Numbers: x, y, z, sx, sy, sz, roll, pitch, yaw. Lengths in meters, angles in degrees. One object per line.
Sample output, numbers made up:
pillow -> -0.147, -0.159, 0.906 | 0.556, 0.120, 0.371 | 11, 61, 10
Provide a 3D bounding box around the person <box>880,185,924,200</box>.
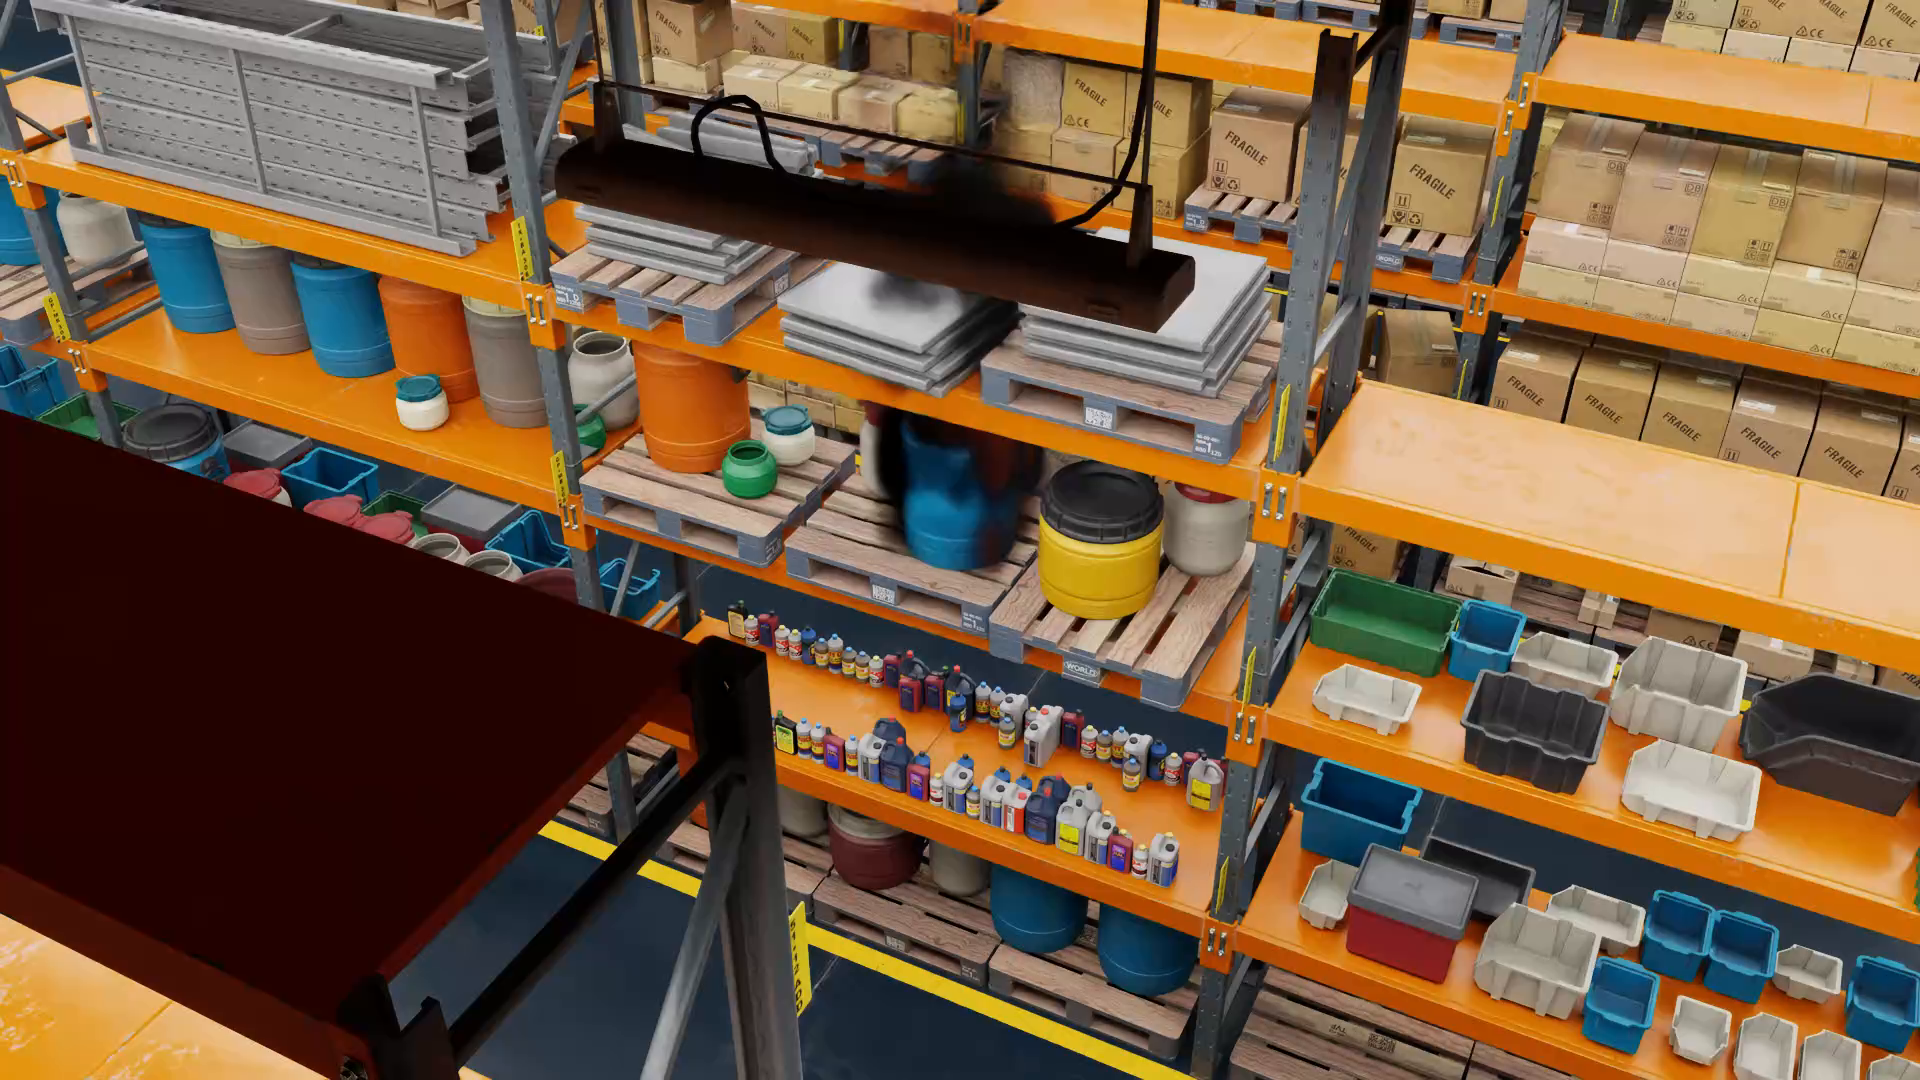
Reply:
person -> -0.653, -3.491, 17.474 | 0.868, 1.598, 0.736 | 1, 35, 1
